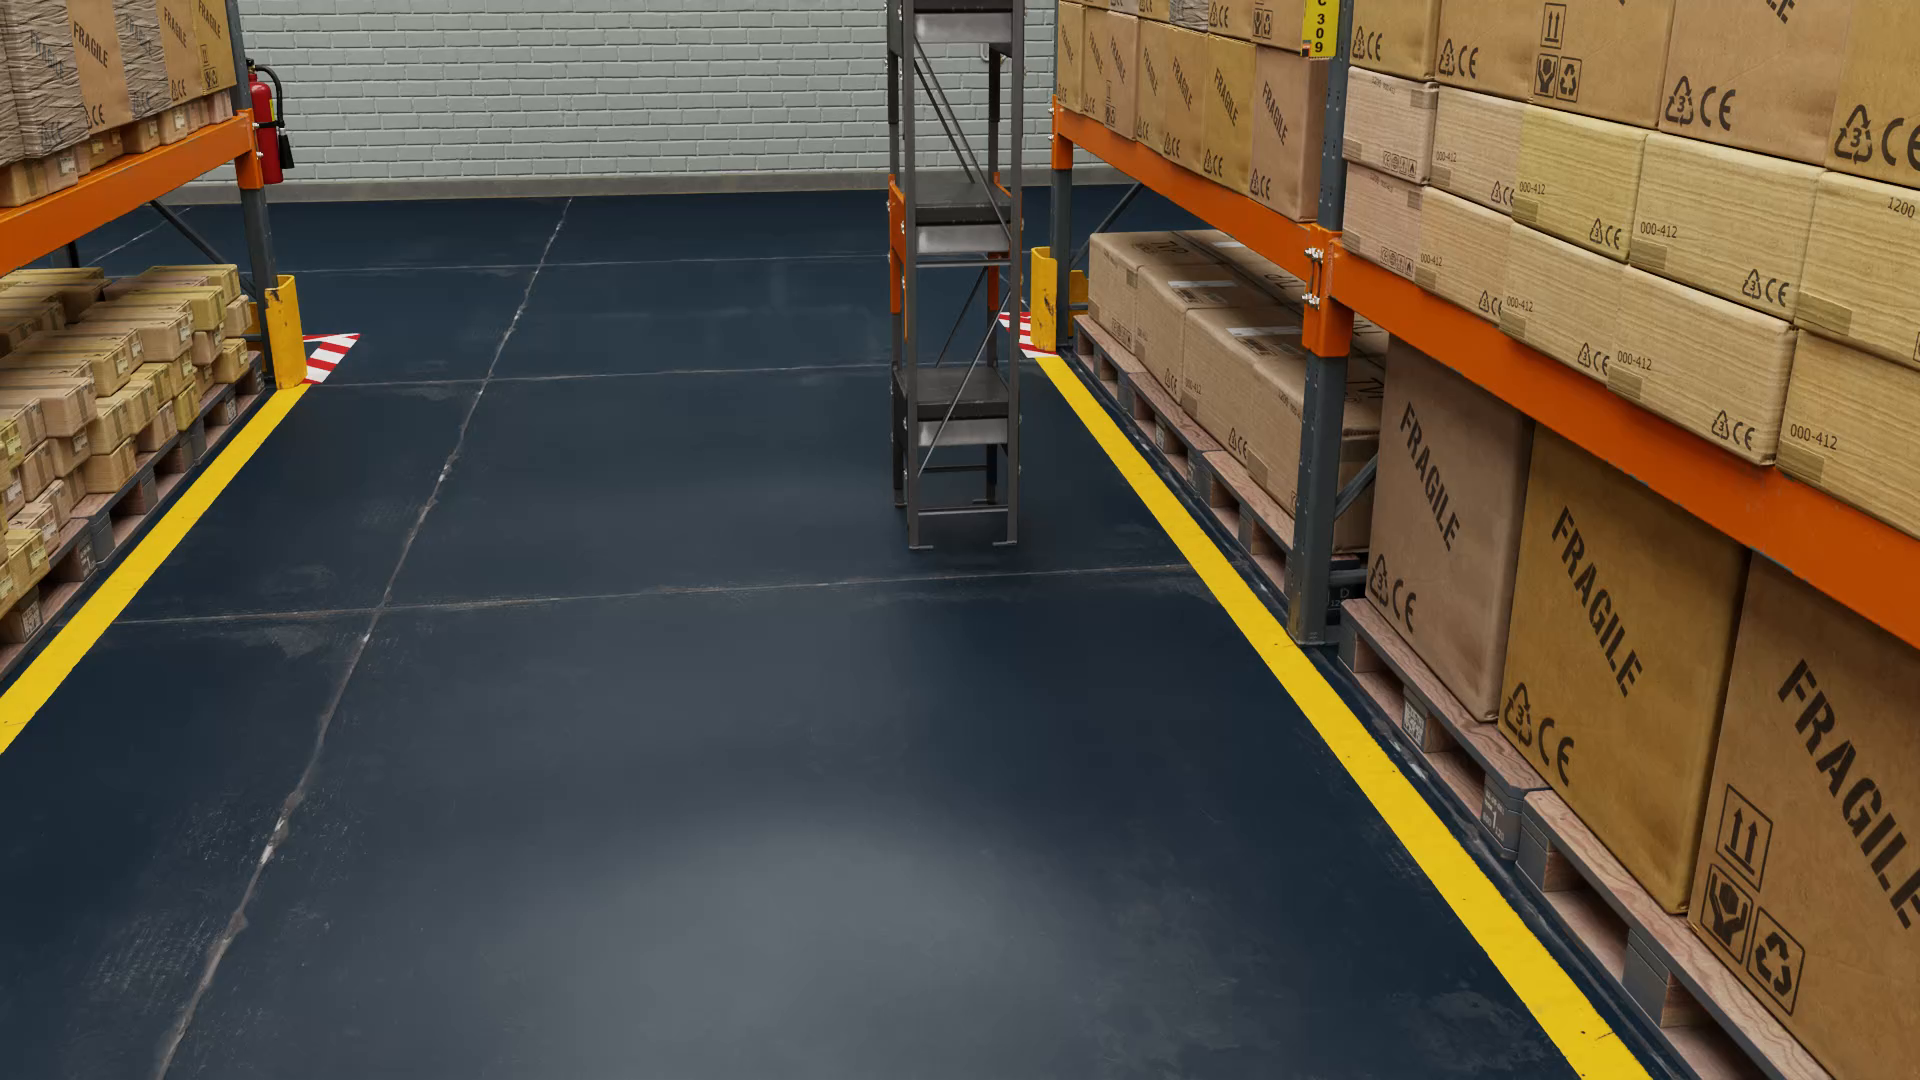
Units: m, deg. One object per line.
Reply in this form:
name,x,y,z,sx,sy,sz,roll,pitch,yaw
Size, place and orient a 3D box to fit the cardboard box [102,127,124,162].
cardboard box,-3.473,-1.540,6.412,0.380,0.149,0.250,-4,21,-10

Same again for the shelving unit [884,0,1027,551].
shelving unit,-0.024,-1.041,6.002,0.431,2.100,0.503,-3,21,-8

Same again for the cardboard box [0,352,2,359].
cardboard box,-3.949,-0.694,6.411,0.380,0.149,0.250,-3,21,-7

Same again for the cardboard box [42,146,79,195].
cardboard box,-3.276,-1.273,5.695,0.380,0.149,0.250,-2,21,-5

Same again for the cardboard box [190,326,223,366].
cardboard box,-3.463,-0.859,7.279,0.380,0.149,0.250,-4,21,-10

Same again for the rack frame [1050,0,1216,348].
rack frame,0.986,-2.492,8.600,1.000,3.000,0.127,-3,21,-8

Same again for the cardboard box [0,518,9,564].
cardboard box,-3.057,0.036,4.883,0.380,0.149,0.250,-2,21,-5

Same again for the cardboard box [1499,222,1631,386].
cardboard box,1.499,-0.514,3.518,0.500,0.250,0.500,-3,21,-8

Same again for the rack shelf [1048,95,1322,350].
rack shelf,1.274,-1.462,6.872,1.077,0.370,4.000,-3,21,-8

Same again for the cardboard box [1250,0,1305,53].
cardboard box,1.221,-1.771,5.100,0.500,0.500,0.500,-3,21,-8

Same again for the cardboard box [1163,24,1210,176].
cardboard box,1.076,-1.653,6.211,0.500,0.500,0.500,-3,21,-9

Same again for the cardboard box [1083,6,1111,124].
cardboard box,0.871,-2.184,7.634,0.500,0.500,0.500,-3,21,-9

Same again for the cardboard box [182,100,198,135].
cardboard box,-3.521,-1.817,7.152,0.380,0.149,0.250,-3,21,-8

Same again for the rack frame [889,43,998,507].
rack frame,-0.059,-1.125,6.228,0.400,2.100,0.015,-3,21,-8

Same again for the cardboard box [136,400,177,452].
cardboard box,-3.359,-0.451,6.611,0.380,0.149,0.250,-3,21,-7

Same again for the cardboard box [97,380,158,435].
cardboard box,-3.290,-0.497,6.309,0.380,0.149,0.250,-3,21,-7

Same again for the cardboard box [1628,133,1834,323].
cardboard box,1.571,-0.574,2.966,0.500,0.250,0.500,-4,21,-9

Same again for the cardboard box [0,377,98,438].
cardboard box,-3.248,-0.457,5.776,0.380,0.149,0.250,-2,21,-7

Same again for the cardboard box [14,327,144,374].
cardboard box,-3.432,-0.723,6.490,0.380,0.149,0.250,-4,21,-10

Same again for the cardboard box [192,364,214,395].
cardboard box,-3.526,-0.717,7.323,0.380,0.149,0.250,-3,21,-8

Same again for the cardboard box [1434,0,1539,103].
cardboard box,1.442,-1.280,3.785,0.500,0.500,0.500,-3,21,-8

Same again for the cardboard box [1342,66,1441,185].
cardboard box,1.347,-1.104,4.385,0.500,0.250,0.500,-4,21,-9

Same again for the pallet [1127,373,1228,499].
pallet,1.351,-0.491,7.229,1.003,0.211,1.213,-3,21,-8

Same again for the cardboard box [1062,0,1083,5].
cardboard box,0.773,-2.826,7.925,0.500,0.500,0.500,-3,21,-9

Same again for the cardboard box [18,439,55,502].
cardboard box,-3.289,-0.224,5.577,0.380,0.149,0.250,-4,21,-11

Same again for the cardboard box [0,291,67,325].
cardboard box,-4.090,-0.965,7.138,0.380,0.149,0.250,-3,21,-8

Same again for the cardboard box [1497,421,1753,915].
cardboard box,1.869,0.215,3.790,0.875,0.875,0.875,-2,21,-6

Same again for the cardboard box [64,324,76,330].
cardboard box,-3.970,-0.835,7.215,0.380,0.149,0.250,-3,21,-7

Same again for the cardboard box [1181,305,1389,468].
cardboard box,1.448,-0.636,6.694,0.875,0.438,0.875,-4,21,-9

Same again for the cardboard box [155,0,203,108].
cardboard box,-3.509,-2.072,6.909,0.500,0.500,0.500,-3,21,-9

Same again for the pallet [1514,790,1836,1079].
pallet,1.927,0.886,3.542,1.003,0.211,1.213,-3,21,-8

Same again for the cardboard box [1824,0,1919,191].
cardboard box,1.659,-0.752,2.372,0.500,0.500,0.500,-3,21,-8

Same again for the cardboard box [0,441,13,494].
cardboard box,-3.147,-0.190,5.062,0.380,0.149,0.250,-2,21,-5

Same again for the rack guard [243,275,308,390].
rack guard,-3.887,-1.010,8.205,1.175,0.500,0.348,-3,21,-8

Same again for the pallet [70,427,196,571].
pallet,-3.632,-0.170,6.369,1.003,0.211,1.213,-3,21,-8

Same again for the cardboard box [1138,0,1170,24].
cardboard box,1.009,-2.297,6.508,0.500,0.500,0.500,-3,21,-8

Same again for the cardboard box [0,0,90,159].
cardboard box,-3.259,-1.540,5.483,0.500,0.500,0.500,-3,21,-9

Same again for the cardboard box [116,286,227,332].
cardboard box,-3.428,-1.003,7.239,0.380,0.149,0.250,-3,21,-9

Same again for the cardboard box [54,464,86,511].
cardboard box,-3.341,-0.178,5.880,0.380,0.149,0.250,-4,21,-10

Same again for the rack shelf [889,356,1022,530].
rack shelf,-0.024,-0.372,6.252,0.431,0.518,0.480,-3,21,-8

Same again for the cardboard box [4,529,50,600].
cardboard box,-3.094,0.082,5.183,0.380,0.149,0.250,-2,21,-6
